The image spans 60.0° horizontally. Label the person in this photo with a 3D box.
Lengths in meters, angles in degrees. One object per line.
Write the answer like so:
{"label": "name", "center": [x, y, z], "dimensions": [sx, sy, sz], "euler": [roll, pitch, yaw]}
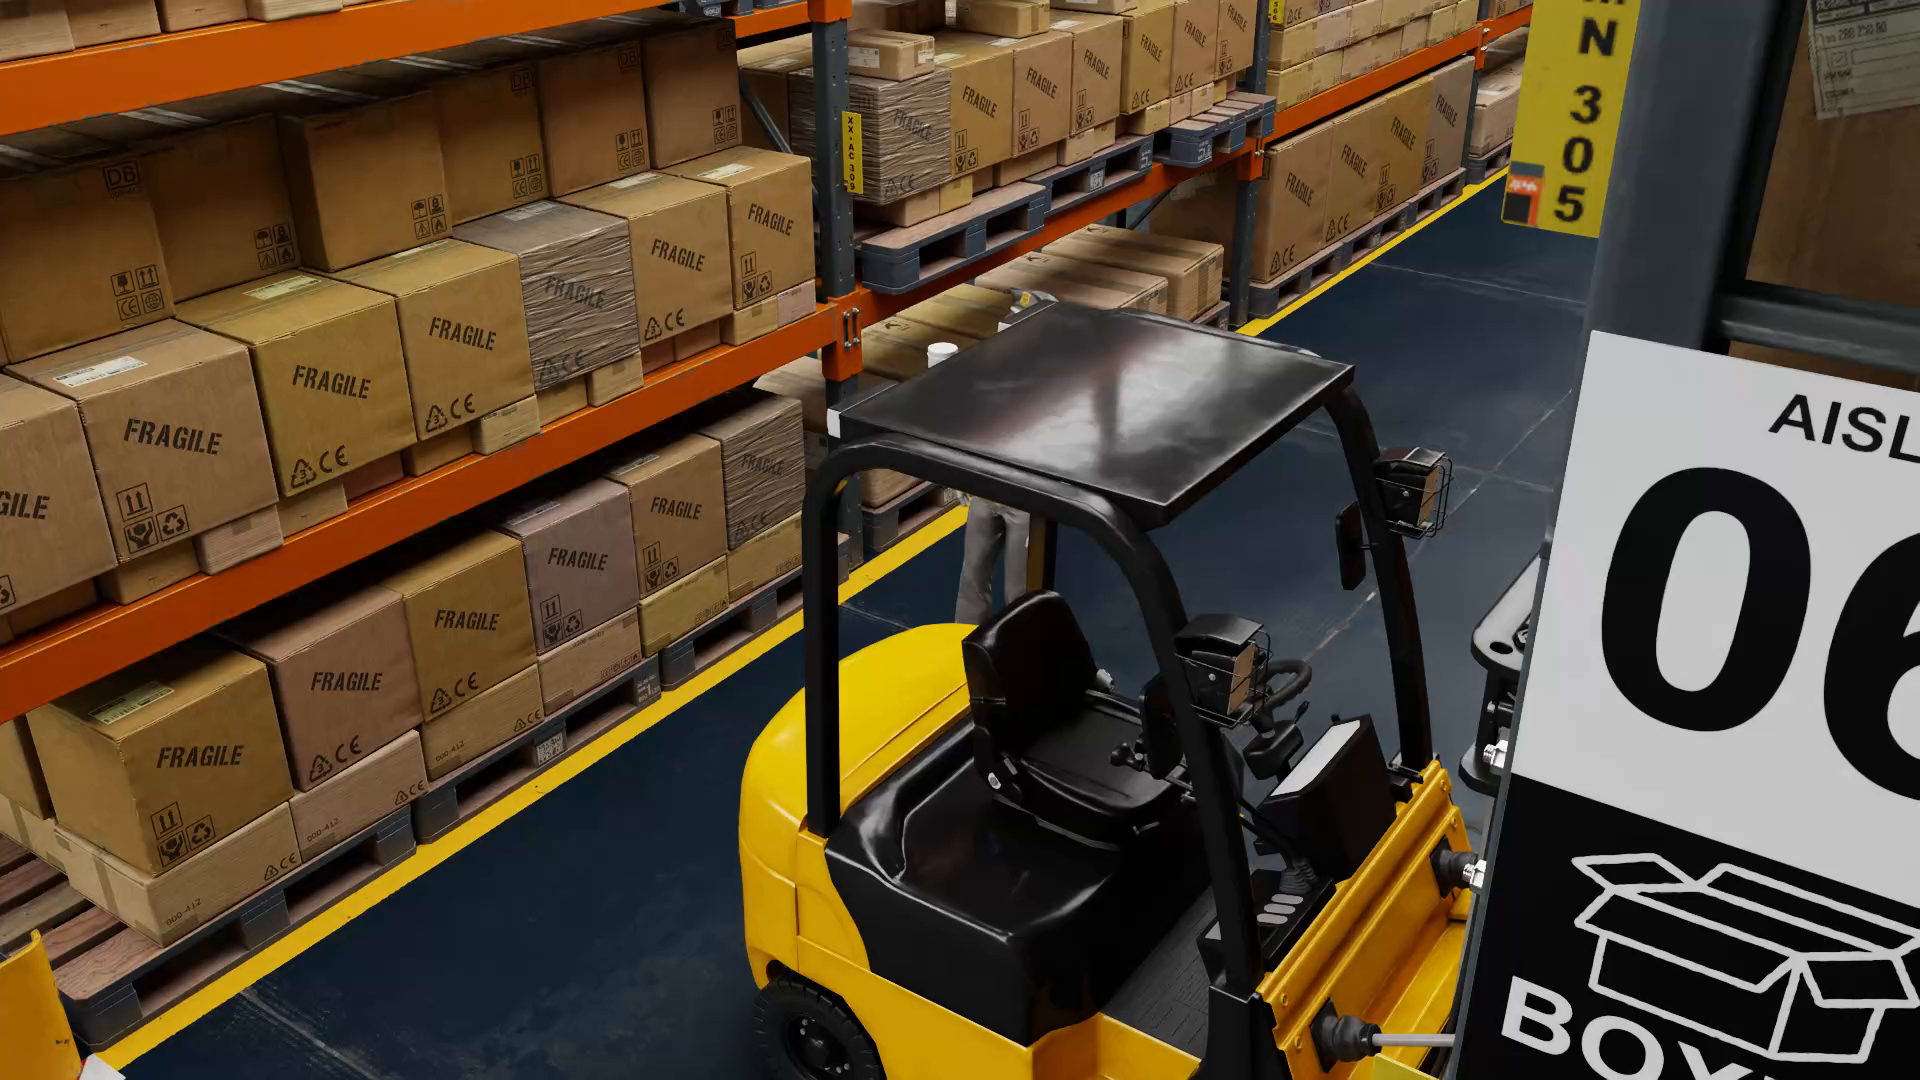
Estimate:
{"label": "person", "center": [0.155, -0.149, 6.353], "dimensions": [0.533, 1.697, 0.587], "euler": [-19, 32, -32]}
